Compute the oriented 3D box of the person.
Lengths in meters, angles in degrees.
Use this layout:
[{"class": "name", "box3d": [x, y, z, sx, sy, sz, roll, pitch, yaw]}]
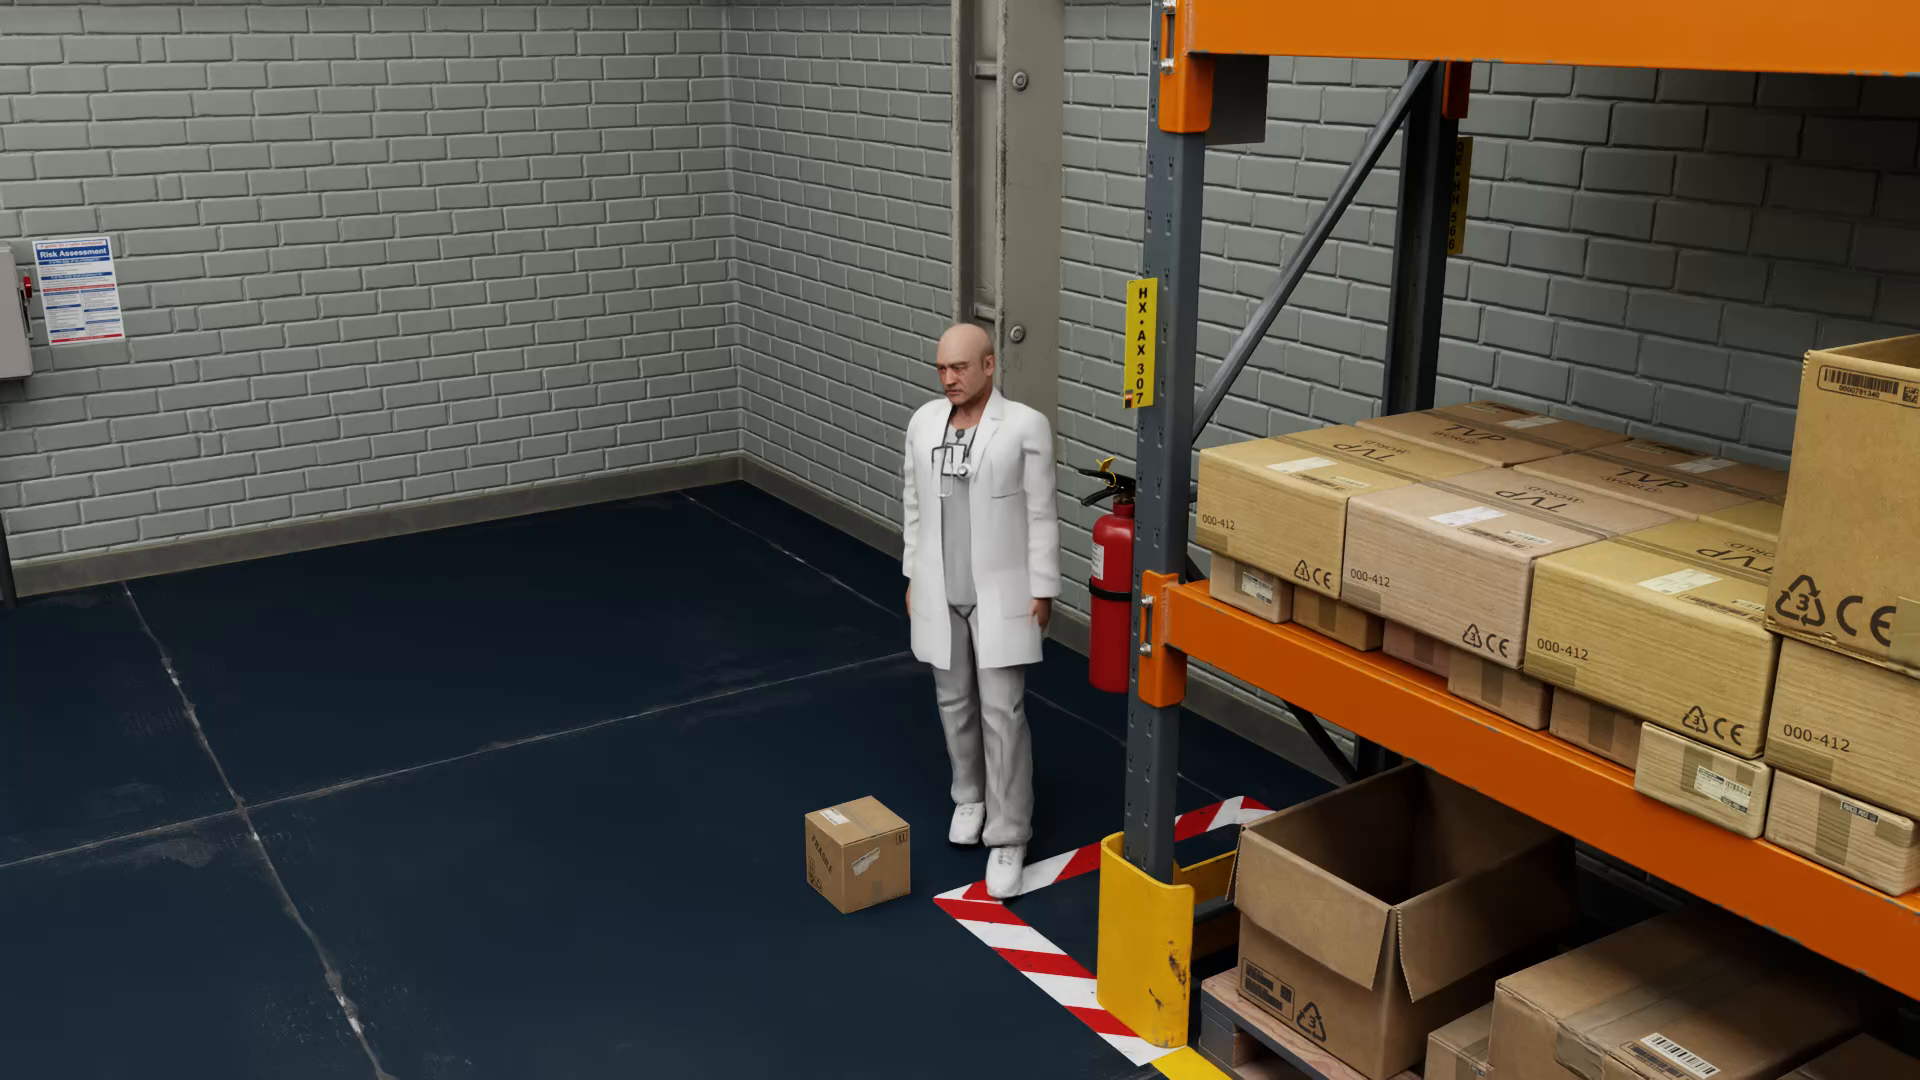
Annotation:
[{"class": "person", "box3d": [0.012, 0.201, 5.425, 0.611, 1.775, 0.629, 8, 20, 24]}]
